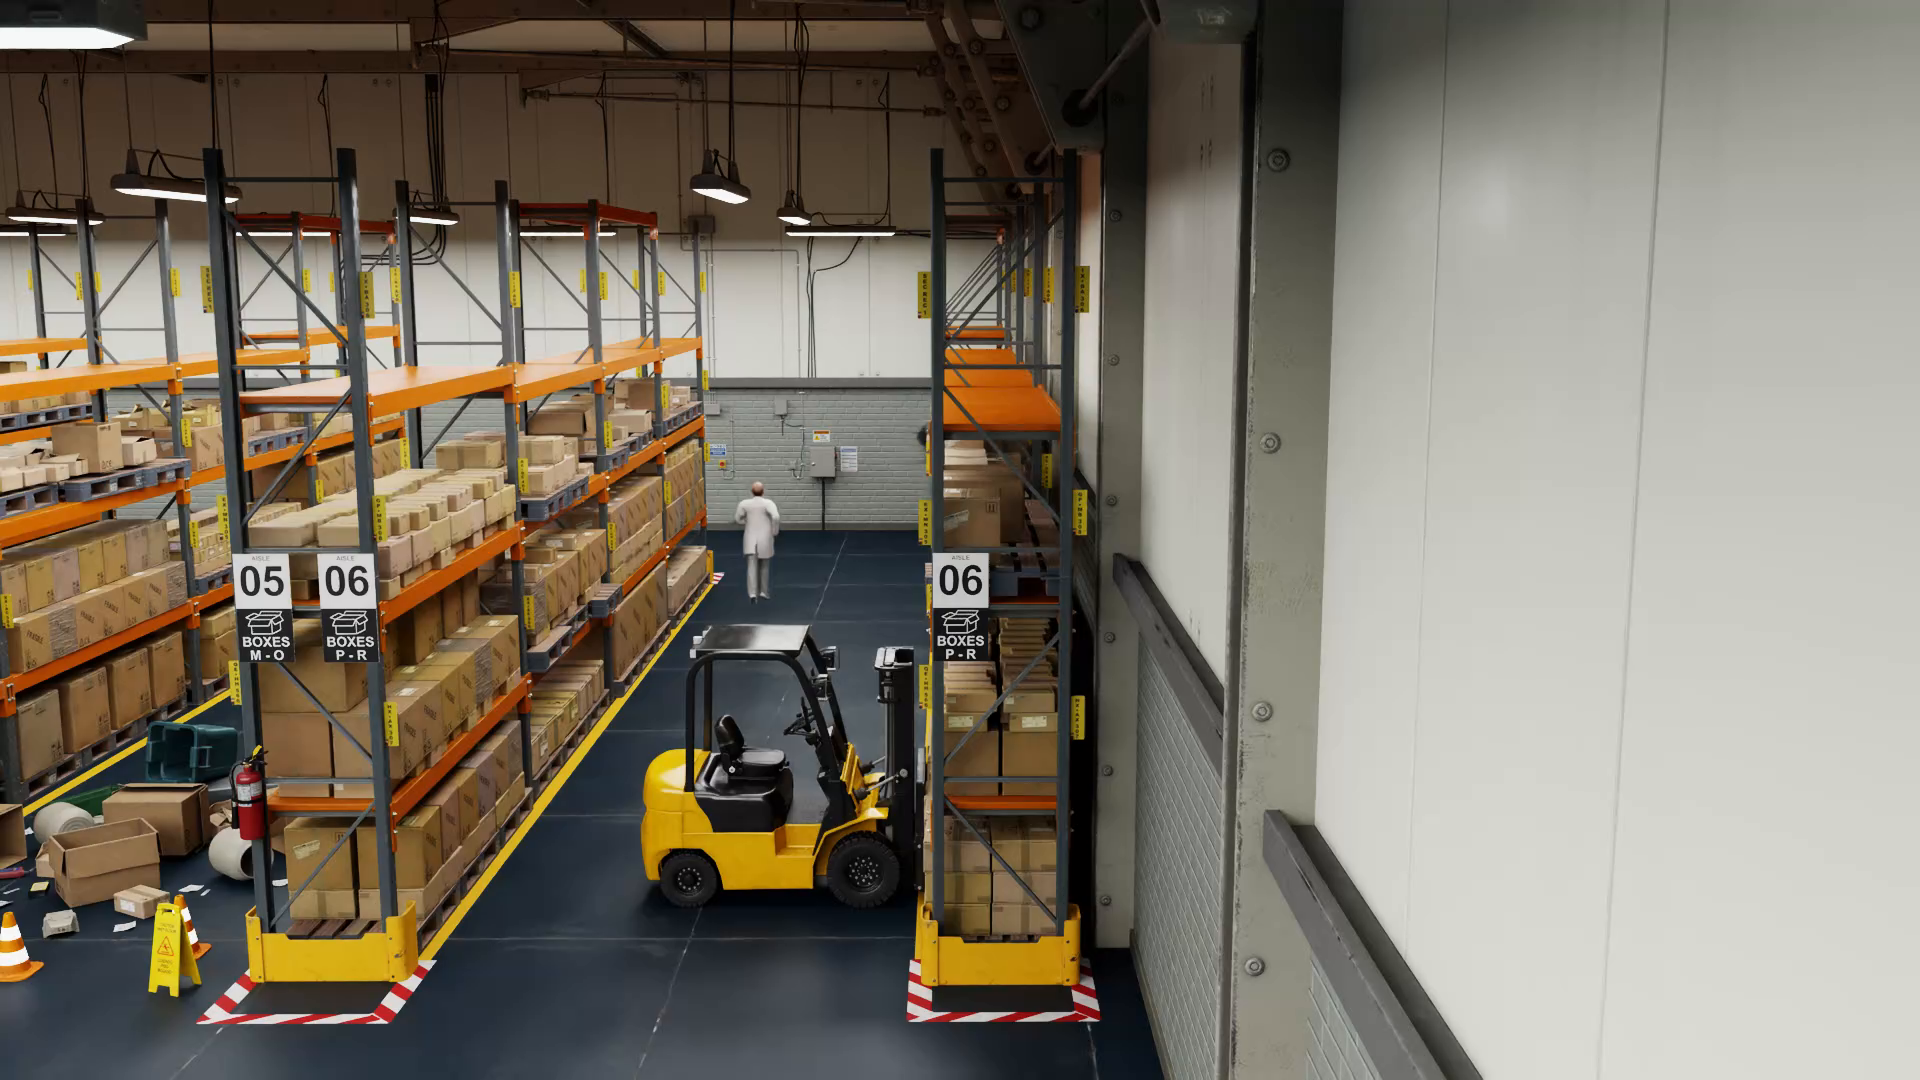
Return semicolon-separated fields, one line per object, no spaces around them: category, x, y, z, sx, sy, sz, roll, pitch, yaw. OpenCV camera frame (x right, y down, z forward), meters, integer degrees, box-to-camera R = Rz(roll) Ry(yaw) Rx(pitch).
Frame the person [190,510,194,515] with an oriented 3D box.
person;-11.447;0.385;24.849;0.543;1.722;0.808;1;9;6

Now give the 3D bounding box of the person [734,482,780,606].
person;-3.002;0.048;24.705;0.703;1.824;0.856;0;9;-1
